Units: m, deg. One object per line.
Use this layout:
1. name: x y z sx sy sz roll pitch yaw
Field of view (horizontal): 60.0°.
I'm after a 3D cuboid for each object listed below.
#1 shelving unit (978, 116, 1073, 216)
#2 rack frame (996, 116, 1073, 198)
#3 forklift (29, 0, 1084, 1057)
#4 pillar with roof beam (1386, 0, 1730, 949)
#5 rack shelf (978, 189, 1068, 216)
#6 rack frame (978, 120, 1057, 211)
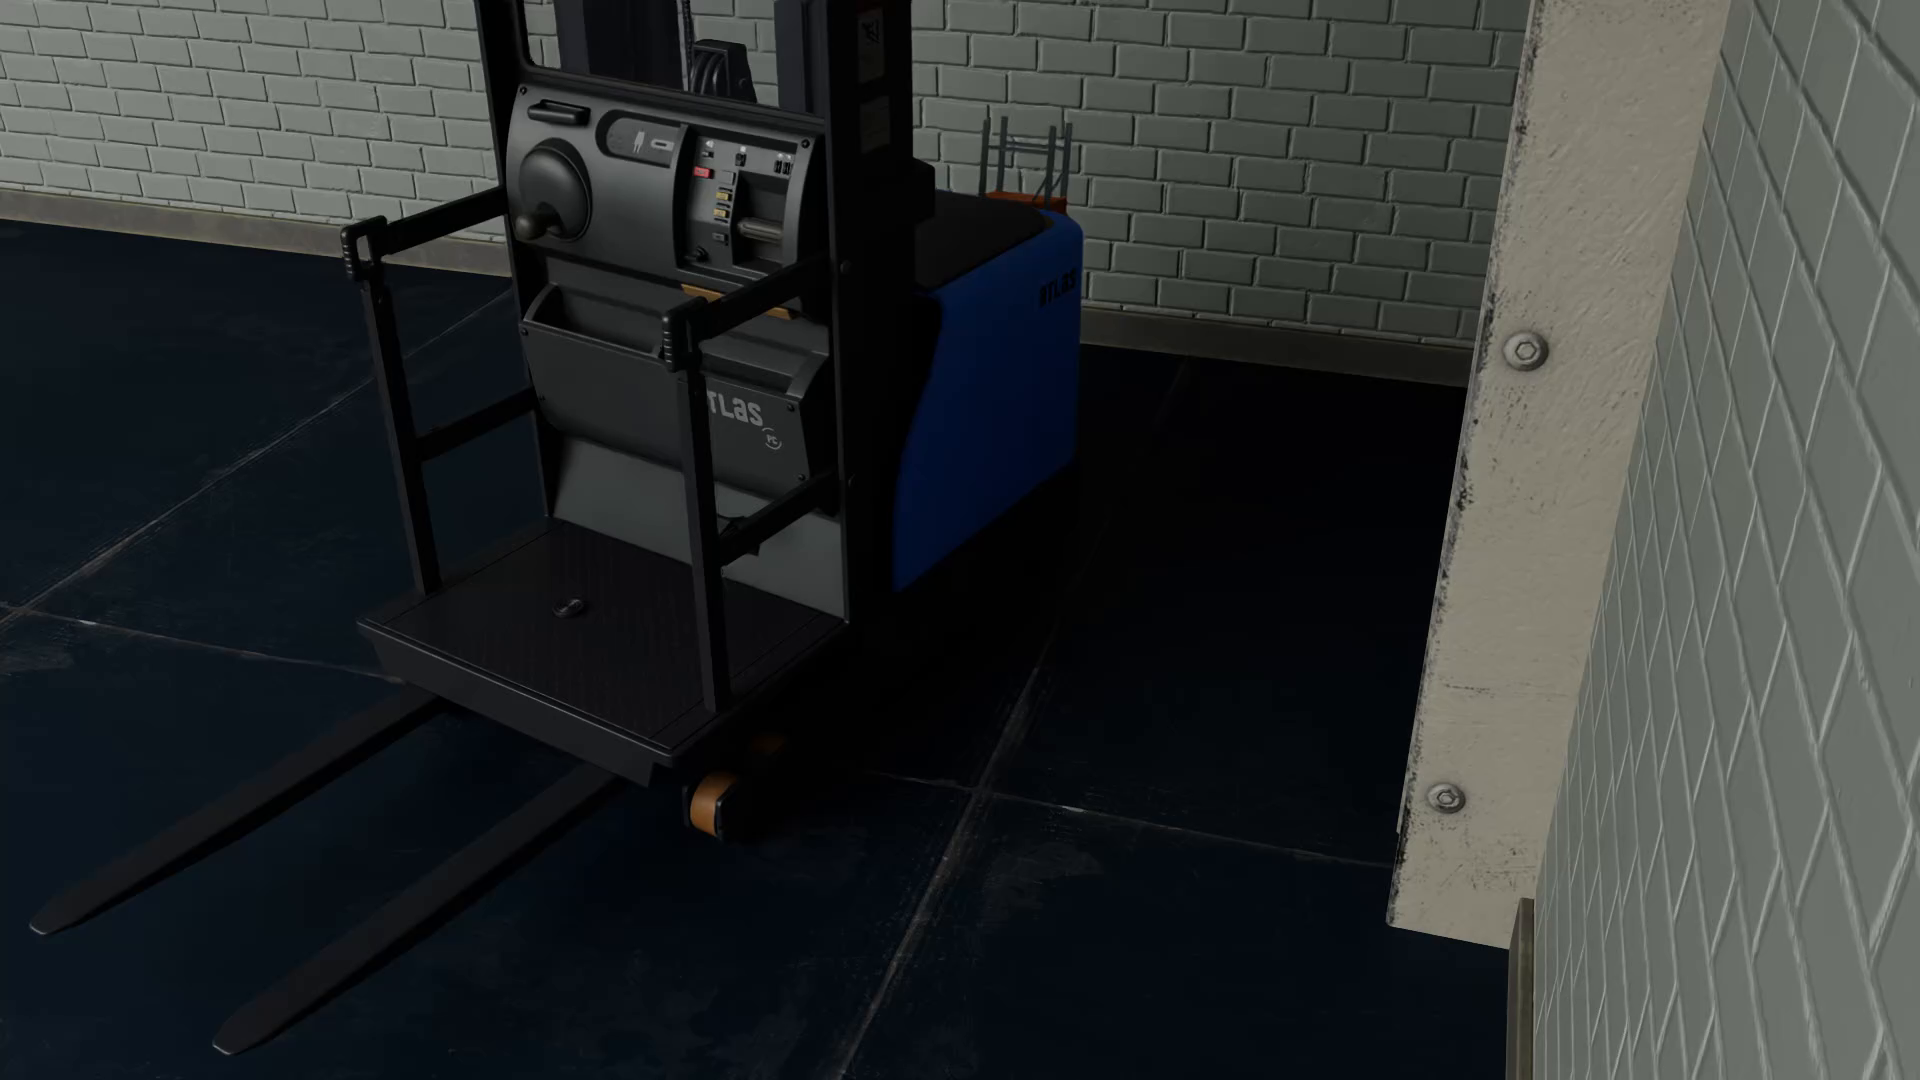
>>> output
1. shelving unit: 0.181 -0.770 5.500 0.258 1.200 0.189 10 20 17
2. rack frame: 0.211 -0.796 5.583 0.240 1.200 0.006 10 20 17
3. forklift: -0.843 -0.814 3.815 1.130 2.935 3.031 17 33 28
4. pillar with roof beam: -2.940 -3.740 2.833 9.100 9.000 0.400 8 30 15
5. rack shelf: 0.201 -1.068 5.398 0.258 0.103 0.180 10 20 17
6. rack frame: 0.150 -0.744 5.418 0.240 1.200 0.006 10 20 17
